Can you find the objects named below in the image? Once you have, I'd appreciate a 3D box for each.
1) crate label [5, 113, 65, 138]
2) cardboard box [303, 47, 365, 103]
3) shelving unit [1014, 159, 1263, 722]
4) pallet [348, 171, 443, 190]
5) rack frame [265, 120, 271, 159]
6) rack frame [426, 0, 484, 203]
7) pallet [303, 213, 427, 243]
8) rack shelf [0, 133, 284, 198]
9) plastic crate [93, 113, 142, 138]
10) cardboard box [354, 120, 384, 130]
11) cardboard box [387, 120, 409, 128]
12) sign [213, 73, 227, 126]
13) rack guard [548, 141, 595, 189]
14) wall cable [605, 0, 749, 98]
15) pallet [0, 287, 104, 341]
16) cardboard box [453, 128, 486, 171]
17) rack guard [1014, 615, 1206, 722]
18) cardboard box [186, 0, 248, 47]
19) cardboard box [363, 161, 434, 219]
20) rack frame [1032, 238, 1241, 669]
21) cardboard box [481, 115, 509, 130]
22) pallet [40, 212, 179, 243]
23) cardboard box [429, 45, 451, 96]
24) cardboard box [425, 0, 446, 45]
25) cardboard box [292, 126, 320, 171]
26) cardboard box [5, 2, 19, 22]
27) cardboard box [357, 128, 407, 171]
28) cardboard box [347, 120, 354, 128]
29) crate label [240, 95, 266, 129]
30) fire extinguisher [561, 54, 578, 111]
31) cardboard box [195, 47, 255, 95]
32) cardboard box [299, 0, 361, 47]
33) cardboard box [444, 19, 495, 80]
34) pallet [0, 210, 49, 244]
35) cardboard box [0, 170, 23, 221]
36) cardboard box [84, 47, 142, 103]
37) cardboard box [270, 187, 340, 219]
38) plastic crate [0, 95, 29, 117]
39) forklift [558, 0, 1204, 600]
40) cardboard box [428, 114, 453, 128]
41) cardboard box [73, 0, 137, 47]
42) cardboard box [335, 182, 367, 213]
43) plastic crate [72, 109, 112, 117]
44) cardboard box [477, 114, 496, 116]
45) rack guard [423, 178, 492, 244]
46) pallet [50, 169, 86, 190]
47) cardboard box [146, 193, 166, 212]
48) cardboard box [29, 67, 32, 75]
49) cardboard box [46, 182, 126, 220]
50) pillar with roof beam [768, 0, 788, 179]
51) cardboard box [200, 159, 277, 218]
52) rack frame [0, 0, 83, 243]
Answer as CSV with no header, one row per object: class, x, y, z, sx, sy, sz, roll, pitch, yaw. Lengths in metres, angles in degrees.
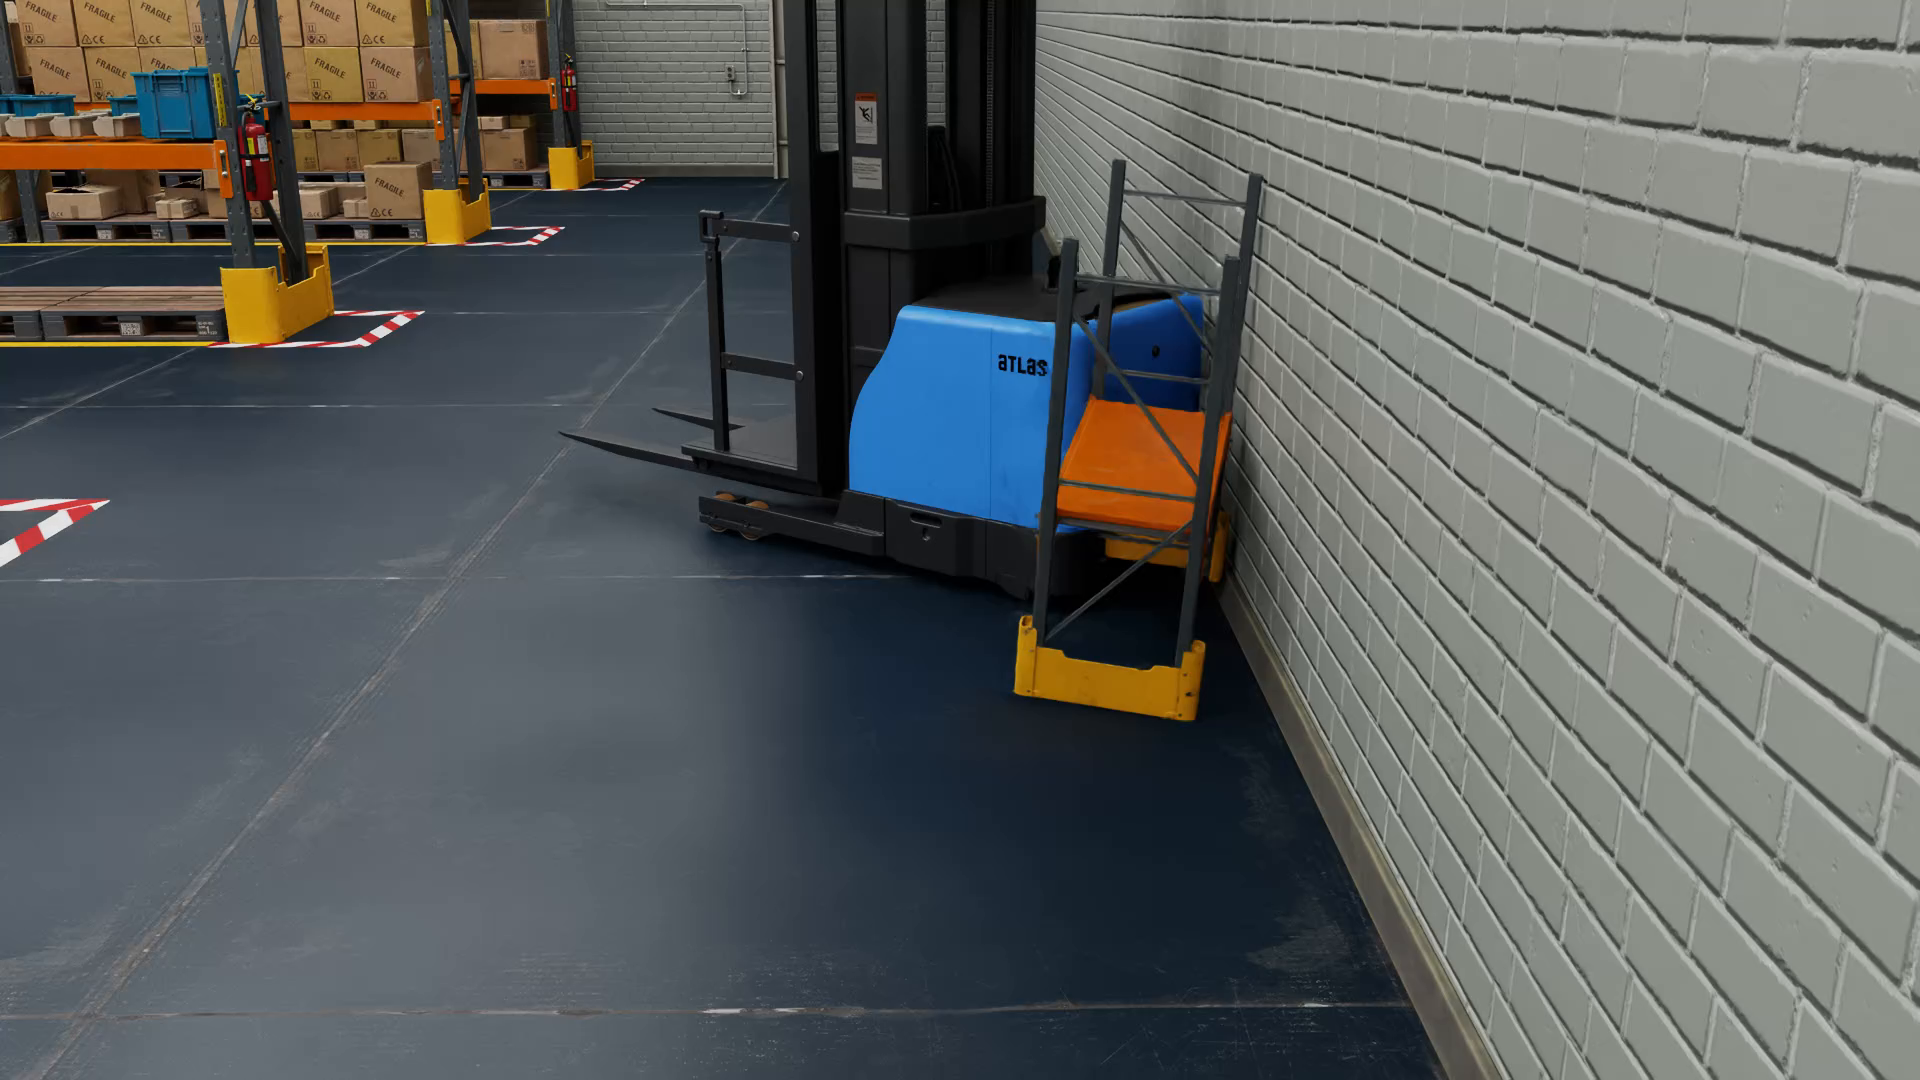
crate label,-6.158,-2.756,11.063,0.243,0.136,0.396,0,18,-1
cardboard box,-5.814,-4.390,15.658,0.500,0.500,0.500,0,18,0
shelving unit,0.612,-0.363,5.448,0.587,1.500,1.083,8,27,10
pallet,-6.949,-4.584,20.990,1.213,0.211,1.003,0,18,-1
rack frame,-8.933,-5.925,20.606,0.127,3.000,1.000,0,18,-1
rack frame,-4.852,-4.431,15.950,0.127,3.000,1.000,0,18,-1
pallet,-5.725,-3.099,16.362,1.213,0.211,1.003,0,18,-1
rack shelf,-6.777,-2.566,11.314,4.000,0.370,1.077,0,18,-1
plastic crate,-5.590,-2.762,11.081,0.243,0.136,0.396,0,18,-1
cardboard box,-7.317,-5.164,20.578,0.250,0.149,0.380,-1,18,-2
cardboard box,-7.031,-5.283,20.948,0.250,0.149,0.380,-1,18,-2
sign,-4.753,-2.828,10.686,0.005,0.325,0.100,0,18,-1
rack guard,-4.910,-4.754,21.049,0.348,0.500,1.175,0,18,-1
wall cable,-3.669,-6.723,21.431,1.851,1.984,0.084,0,18,-1
pallet,-6.820,-1.593,11.669,1.213,0.211,1.003,0,18,-1
cardboard box,-6.133,-4.917,20.871,0.500,0.500,0.700,0,18,-1
rack guard,0.471,0.407,5.285,0.587,0.250,0.087,8,27,10
cardboard box,-6.830,-4.860,15.485,0.500,0.500,0.500,0,18,1
cardboard box,-5.392,-3.373,16.022,0.500,0.500,0.500,0,18,-1
rack frame,0.498,-0.144,4.992,0.500,1.500,0.032,8,27,10
cardboard box,-5.758,-5.172,20.604,0.250,0.149,0.380,0,18,-2
pallet,-8.165,-3.087,16.326,1.213,0.211,1.003,0,18,-1
cardboard box,-5.300,-4.557,16.179,0.500,0.500,0.500,0,18,0
cardboard box,-5.300,-5.033,16.027,0.500,0.500,0.500,0,18,1
cardboard box,-8.184,-4.907,20.838,0.500,0.500,0.700,0,18,0
cardboard box,-11.438,-6.391,20.149,0.500,0.250,0.500,0,18,0
cardboard box,-7.169,-4.910,20.848,0.500,0.500,0.700,0,18,0
cardboard box,-7.542,-5.280,20.940,0.250,0.149,0.380,-1,18,-3
crate label,-5.030,-2.967,11.560,0.303,0.233,0.416,0,18,-1
fire extinguisher,-4.776,-5.589,20.298,0.183,0.674,0.296,0,18,-1
cardboard box,-6.817,-4.387,15.648,0.500,0.500,0.500,-1,18,-2
cardboard box,-5.798,-4.866,15.505,0.500,0.500,0.500,0,18,1
cardboard box,-6.171,-6.075,20.582,0.700,0.700,0.980,0,18,-1
pallet,-9.664,-3.069,16.268,1.213,0.211,1.003,0,18,-1
cardboard box,-9.340,-3.341,15.925,0.500,0.500,0.500,0,18,-1
cardboard box,-7.826,-4.382,15.634,0.500,0.500,0.500,0,18,0
cardboard box,-6.342,-3.258,16.075,0.500,0.250,0.500,0,18,-1
plastic crate,-6.646,-2.959,11.536,0.300,0.233,0.416,0,18,-1
forklift,-0.503,-1.509,6.954,3.031,2.935,1.130,13,22,34
cardboard box,-6.522,-5.285,20.956,0.250,0.149,0.380,0,18,0
cardboard box,-7.860,-4.855,15.470,0.500,0.500,0.500,-1,18,-3
cardboard box,-5.900,-3.413,16.558,0.500,0.250,0.500,0,18,-1
plastic crate,-6.030,-2.941,11.639,0.298,0.136,0.250,0,18,-1
cardboard box,-6.017,-5.288,20.963,0.250,0.149,0.380,0,18,-1
rack guard,-4.928,-3.241,16.331,0.348,0.500,1.175,0,18,-1
pallet,-10.927,-4.564,20.928,1.213,0.211,1.003,0,18,-1
cardboard box,-7.912,-3.373,16.600,0.250,0.149,0.380,0,18,-1
cardboard box,-11.314,-5.741,20.412,0.250,0.149,0.380,0,18,0
cardboard box,-8.428,-3.277,16.034,0.500,0.311,0.500,0,18,-1
pillar with roof beam,-2.180,-7.763,16.516,0.400,9.000,9.100,0,18,-1
cardboard box,-6.973,-3.443,16.237,0.637,0.503,0.797,0,18,-1
rack frame,-8.852,-4.412,15.890,0.127,3.000,1.000,0,18,-1
